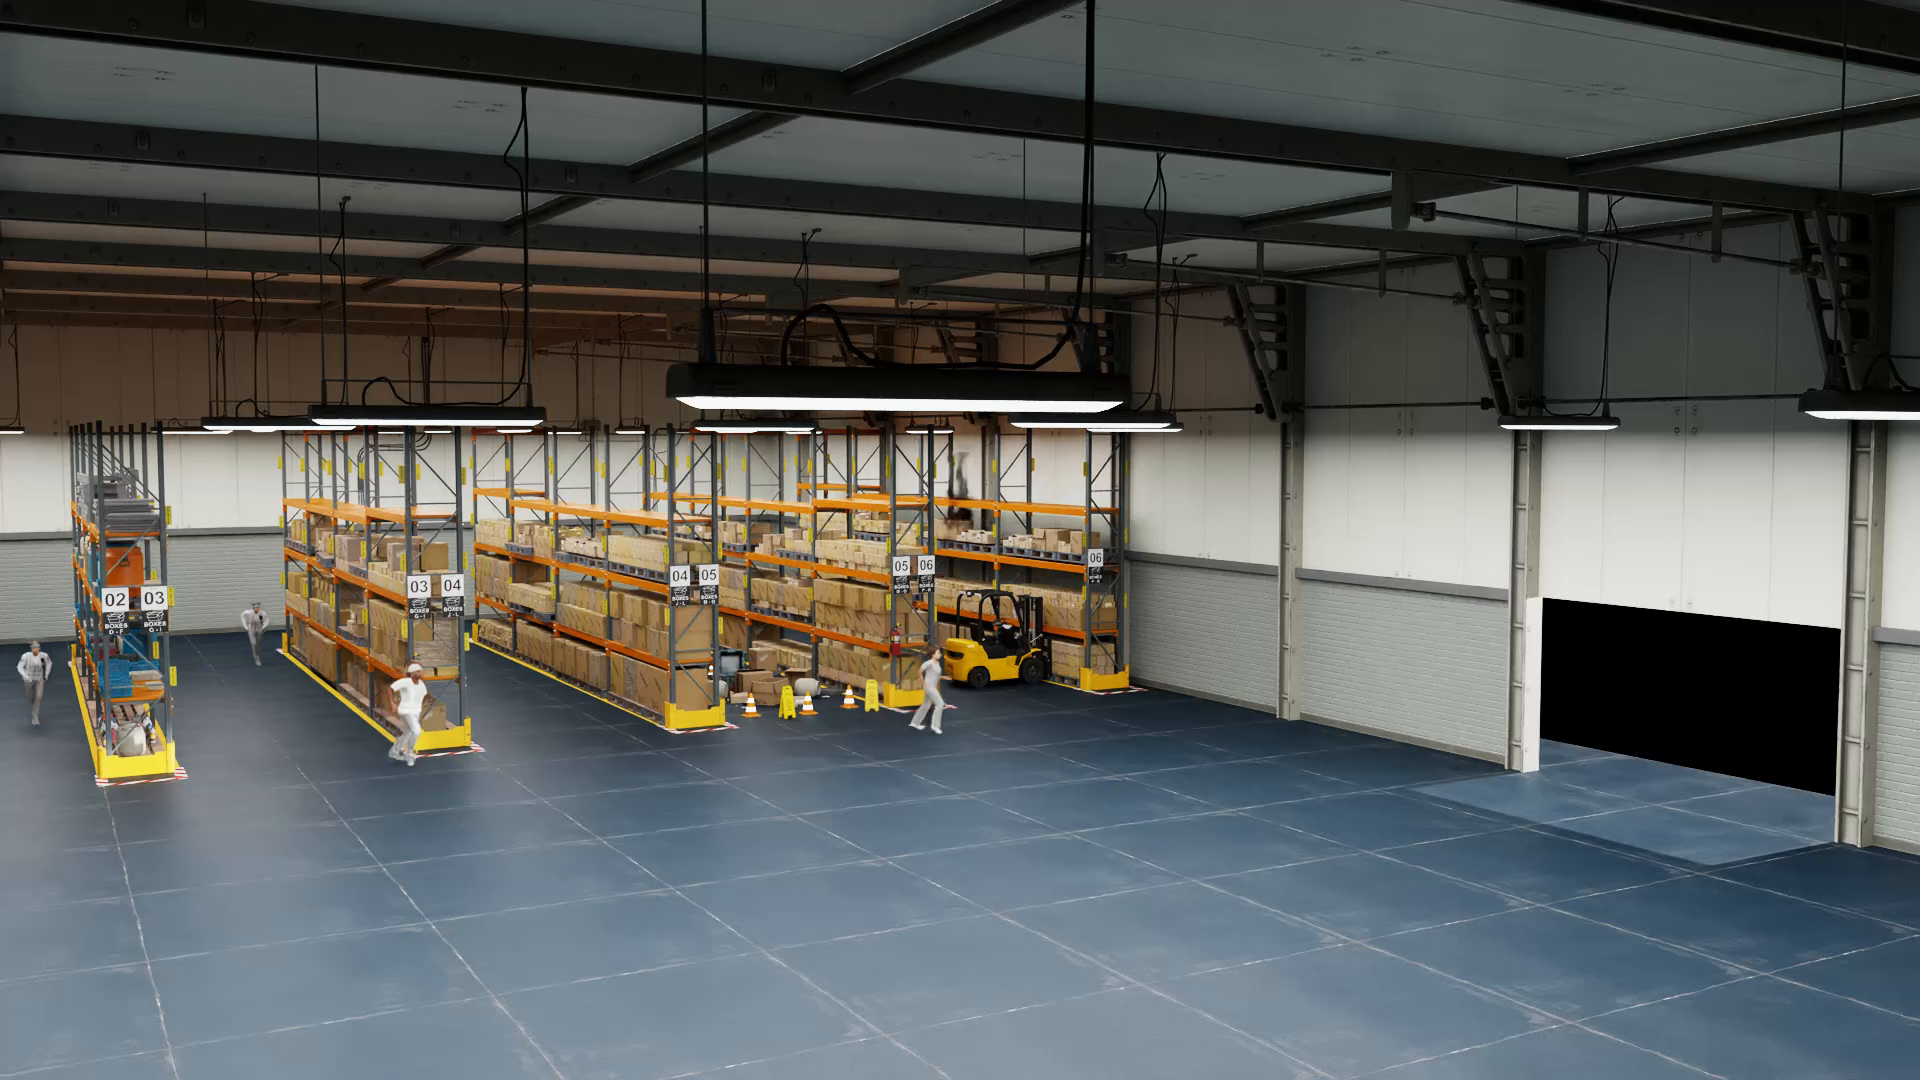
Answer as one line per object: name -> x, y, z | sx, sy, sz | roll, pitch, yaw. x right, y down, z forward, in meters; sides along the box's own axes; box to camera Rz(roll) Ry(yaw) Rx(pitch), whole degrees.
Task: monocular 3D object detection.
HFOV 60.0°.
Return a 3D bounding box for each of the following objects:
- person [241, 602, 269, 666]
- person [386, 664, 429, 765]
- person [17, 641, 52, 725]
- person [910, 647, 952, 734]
person -> -17.828, 2.353, 42.055 | 0.655, 1.627, 0.980 | -2, 4, -25
person -> -9.679, 3.087, 29.210 | 0.726, 1.833, 0.735 | 1, 4, 19
person -> -18.634, 2.839, 33.505 | 0.619, 1.681, 1.024 | -2, 4, -28
person -> -0.577, 2.922, 32.207 | 0.841, 1.710, 0.499 | 1, 4, 14
